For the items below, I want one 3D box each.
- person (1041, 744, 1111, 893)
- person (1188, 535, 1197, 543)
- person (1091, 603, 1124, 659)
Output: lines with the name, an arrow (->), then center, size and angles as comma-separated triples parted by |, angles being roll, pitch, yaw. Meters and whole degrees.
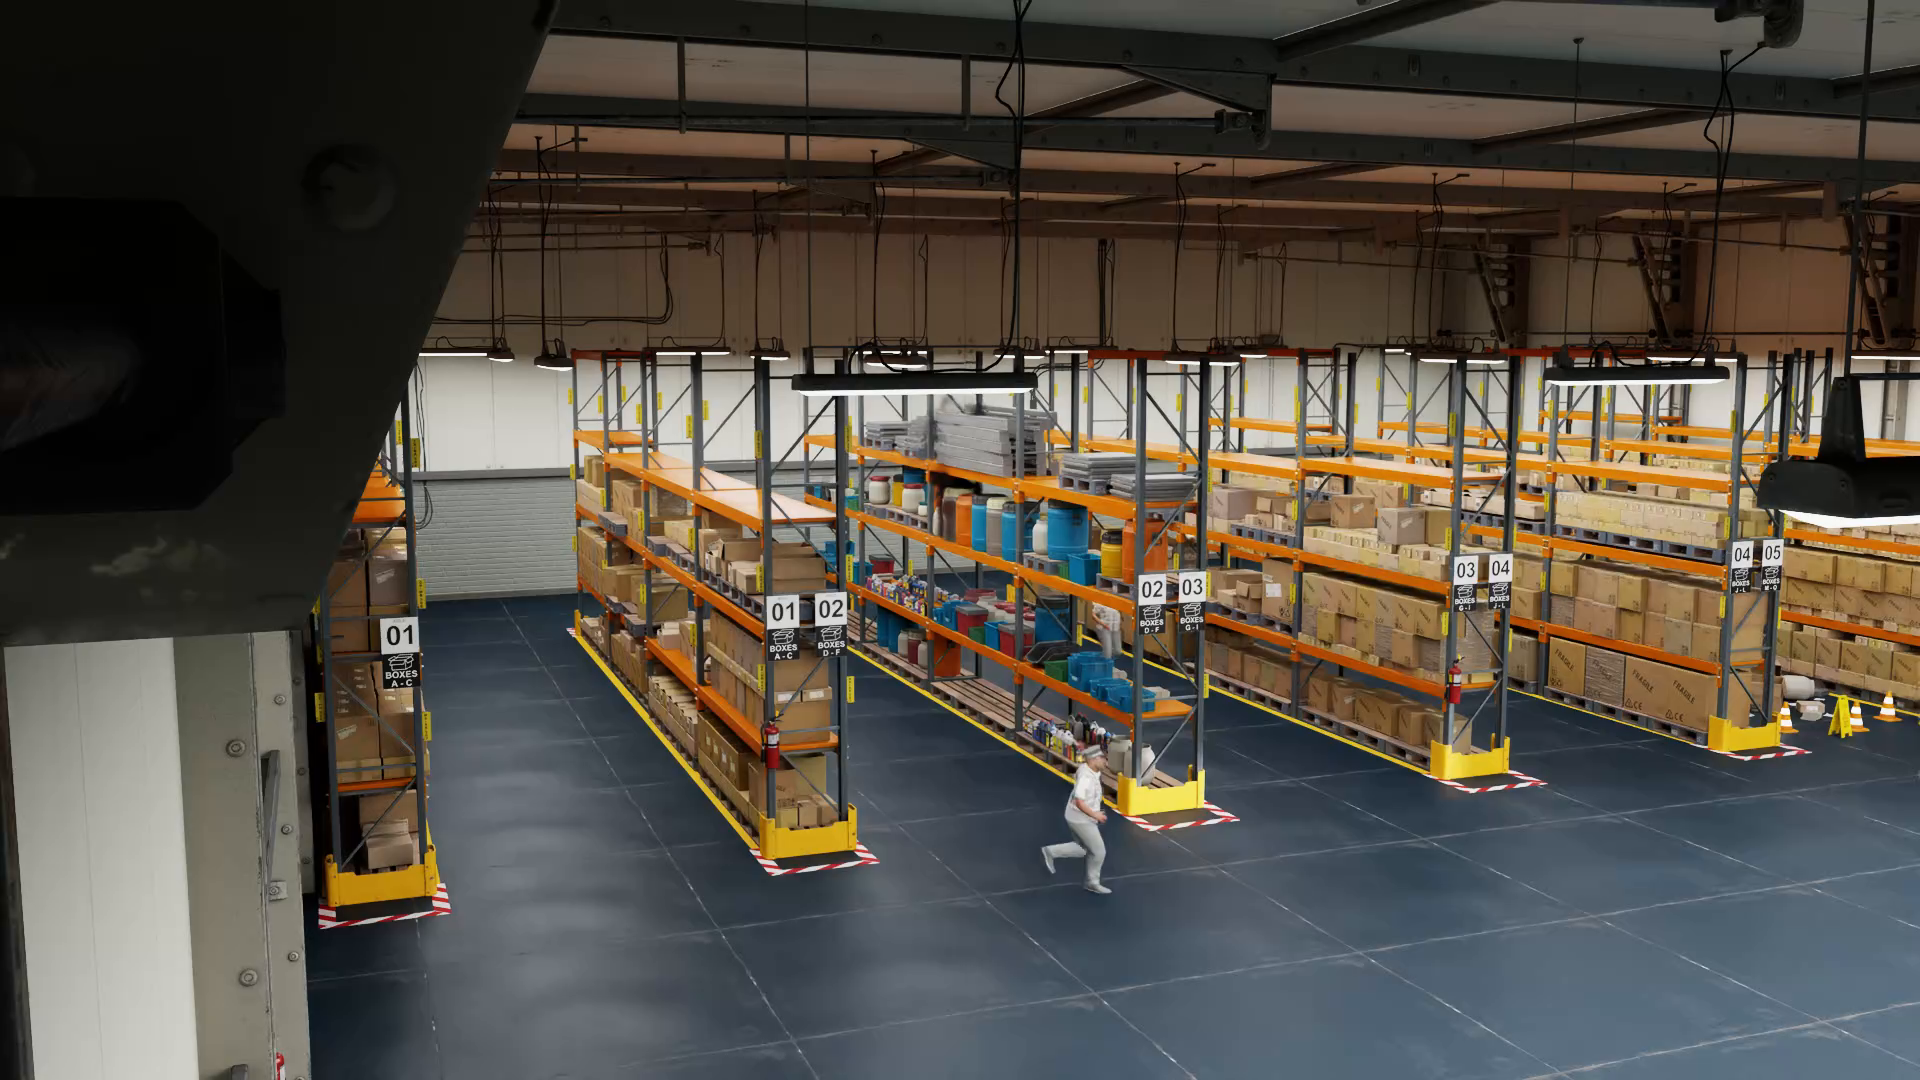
person -> 1.326, 3.167, 18.842 | 0.799, 1.759, 0.682 | 0, 7, 1
person -> 5.320, 0.705, 37.888 | 0.656, 1.765, 0.921 | -3, 8, -24
person -> 2.611, 1.595, 29.332 | 0.613, 1.653, 0.491 | -3, 8, -25
